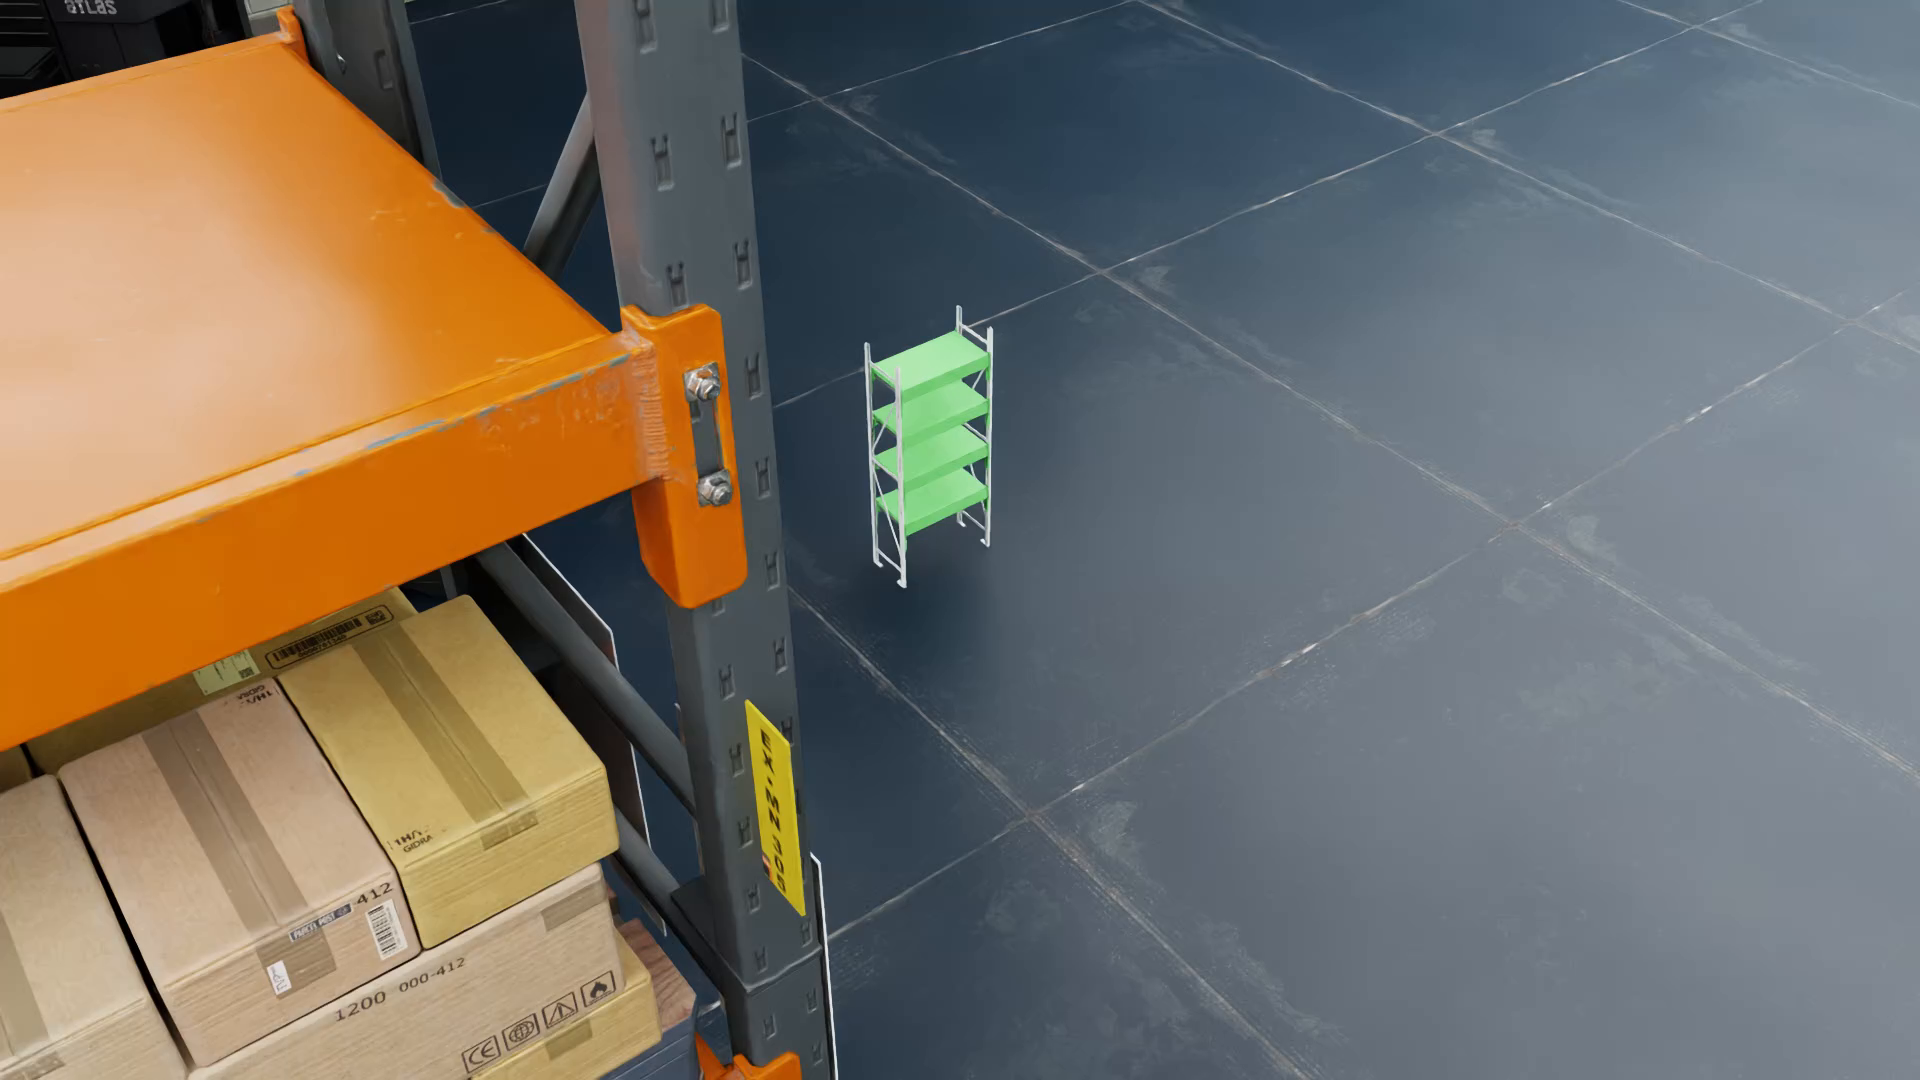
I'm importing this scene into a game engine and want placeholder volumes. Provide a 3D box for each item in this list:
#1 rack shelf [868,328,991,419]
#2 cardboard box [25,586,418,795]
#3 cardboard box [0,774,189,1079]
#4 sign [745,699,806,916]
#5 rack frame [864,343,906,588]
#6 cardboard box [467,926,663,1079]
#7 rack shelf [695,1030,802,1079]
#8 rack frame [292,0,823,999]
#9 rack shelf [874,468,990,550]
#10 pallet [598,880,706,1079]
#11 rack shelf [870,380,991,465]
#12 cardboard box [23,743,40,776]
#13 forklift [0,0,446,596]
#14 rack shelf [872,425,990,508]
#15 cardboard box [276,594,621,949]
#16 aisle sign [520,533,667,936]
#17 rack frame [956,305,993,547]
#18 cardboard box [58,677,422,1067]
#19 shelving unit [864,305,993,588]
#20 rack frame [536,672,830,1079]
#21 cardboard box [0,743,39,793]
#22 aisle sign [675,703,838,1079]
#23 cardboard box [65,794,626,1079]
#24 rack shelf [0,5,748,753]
[{"bbox_3d":[-0.131,-0.722,7.161,0.480,0.148,0.258,-26,46,-28],"label":"rack shelf"},{"bbox_3d":[-1.093,0.175,2.414,0.500,0.250,0.500,-26,46,-28],"label":"cardboard box"},{"bbox_3d":[-1.016,0.459,1.754,0.250,0.149,0.380,-25,46,-27],"label":"cardboard box"},{"bbox_3d":[-0.234,0.342,2.101,0.005,0.325,0.100,-26,46,-28],"label":"sign"},{"bbox_3d":[-0.325,-0.306,7.310,0.015,1.200,0.240,-26,46,-28],"label":"rack frame"},{"bbox_3d":[-0.611,0.570,2.246,0.250,0.149,0.380,-26,46,-28],"label":"cardboard box"},{"bbox_3d":[-2.139,1.426,1.982,4.000,0.370,1.077,-26,46,-28],"label":"rack shelf"},{"bbox_3d":[-0.554,-0.784,1.745,0.127,3.000,1.000,-26,46,-28],"label":"rack frame"},{"bbox_3d":[-0.131,-0.165,7.618,0.480,0.148,0.258,-26,46,-28],"label":"rack shelf"},{"bbox_3d":[-1.135,0.702,2.368,1.213,0.211,1.003,-26,46,-28],"label":"pallet"},{"bbox_3d":[-0.131,-0.536,7.313,0.480,0.148,0.258,-26,46,-28],"label":"rack shelf"},{"bbox_3d":[-1.421,0.438,2.407,0.250,0.149,0.380,-26,46,-28],"label":"cardboard box"},{"bbox_3d":[-3.628,-1.219,7.059,3.031,2.935,1.130,1,39,2],"label":"forklift"},{"bbox_3d":[-0.131,-0.351,7.466,0.480,0.148,0.258,-26,46,-28],"label":"rack shelf"},{"bbox_3d":[-0.614,0.264,1.991,0.250,0.149,0.380,-26,46,-28],"label":"cardboard box"},{"bbox_3d":[-0.680,0.352,3.040,0.004,0.787,0.394,-26,46,-28],"label":"aisle sign"},{"bbox_3d":[0.062,-0.494,7.540,0.015,1.200,0.240,-26,46,-28],"label":"rack frame"},{"bbox_3d":[-0.813,0.360,1.874,0.250,0.149,0.380,-26,46,-28],"label":"cardboard box"},{"bbox_3d":[-0.131,-0.400,7.425,0.503,1.200,0.258,-26,46,-28],"label":"shelving unit"},{"bbox_3d":[-0.554,1.535,3.647,0.127,3.000,1.000,-26,46,-28],"label":"rack frame"},{"bbox_3d":[-1.494,0.372,2.174,0.500,0.250,0.500,-27,46,-29],"label":"cardboard box"},{"bbox_3d":[-0.315,0.653,2.672,0.004,0.787,0.394,-26,46,-28],"label":"aisle sign"},{"bbox_3d":[-0.771,0.447,2.082,0.500,0.250,0.500,-25,46,-28],"label":"cardboard box"},{"bbox_3d":[-2.139,0.421,1.157,4.000,0.370,1.077,-26,46,-28],"label":"rack shelf"}]
